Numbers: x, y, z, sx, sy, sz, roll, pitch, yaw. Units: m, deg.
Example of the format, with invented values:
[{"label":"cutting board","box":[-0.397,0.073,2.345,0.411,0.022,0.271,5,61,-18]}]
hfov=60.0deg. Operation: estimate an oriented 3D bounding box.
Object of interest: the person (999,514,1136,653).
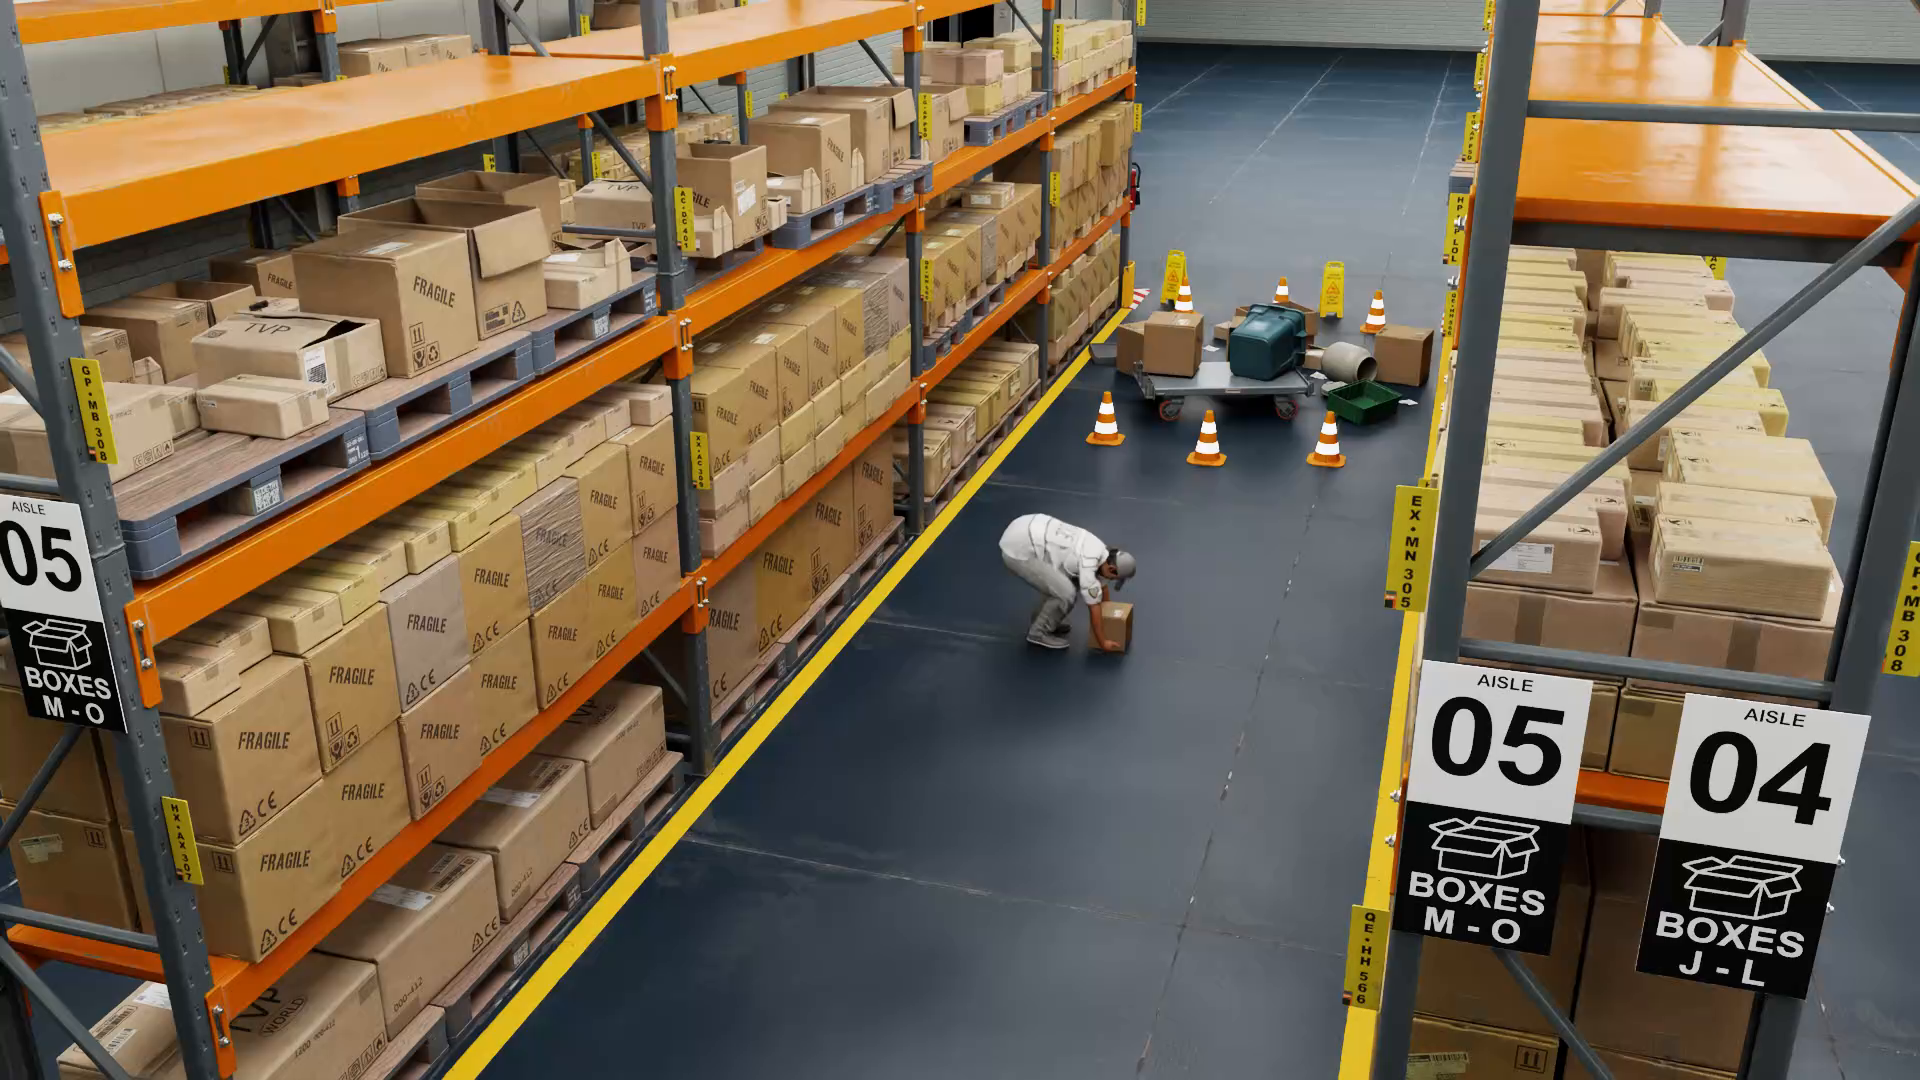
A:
[{"label":"person","box":[0.741,0.281,11.433,0.937,0.886,0.513,5,23,13]}]
